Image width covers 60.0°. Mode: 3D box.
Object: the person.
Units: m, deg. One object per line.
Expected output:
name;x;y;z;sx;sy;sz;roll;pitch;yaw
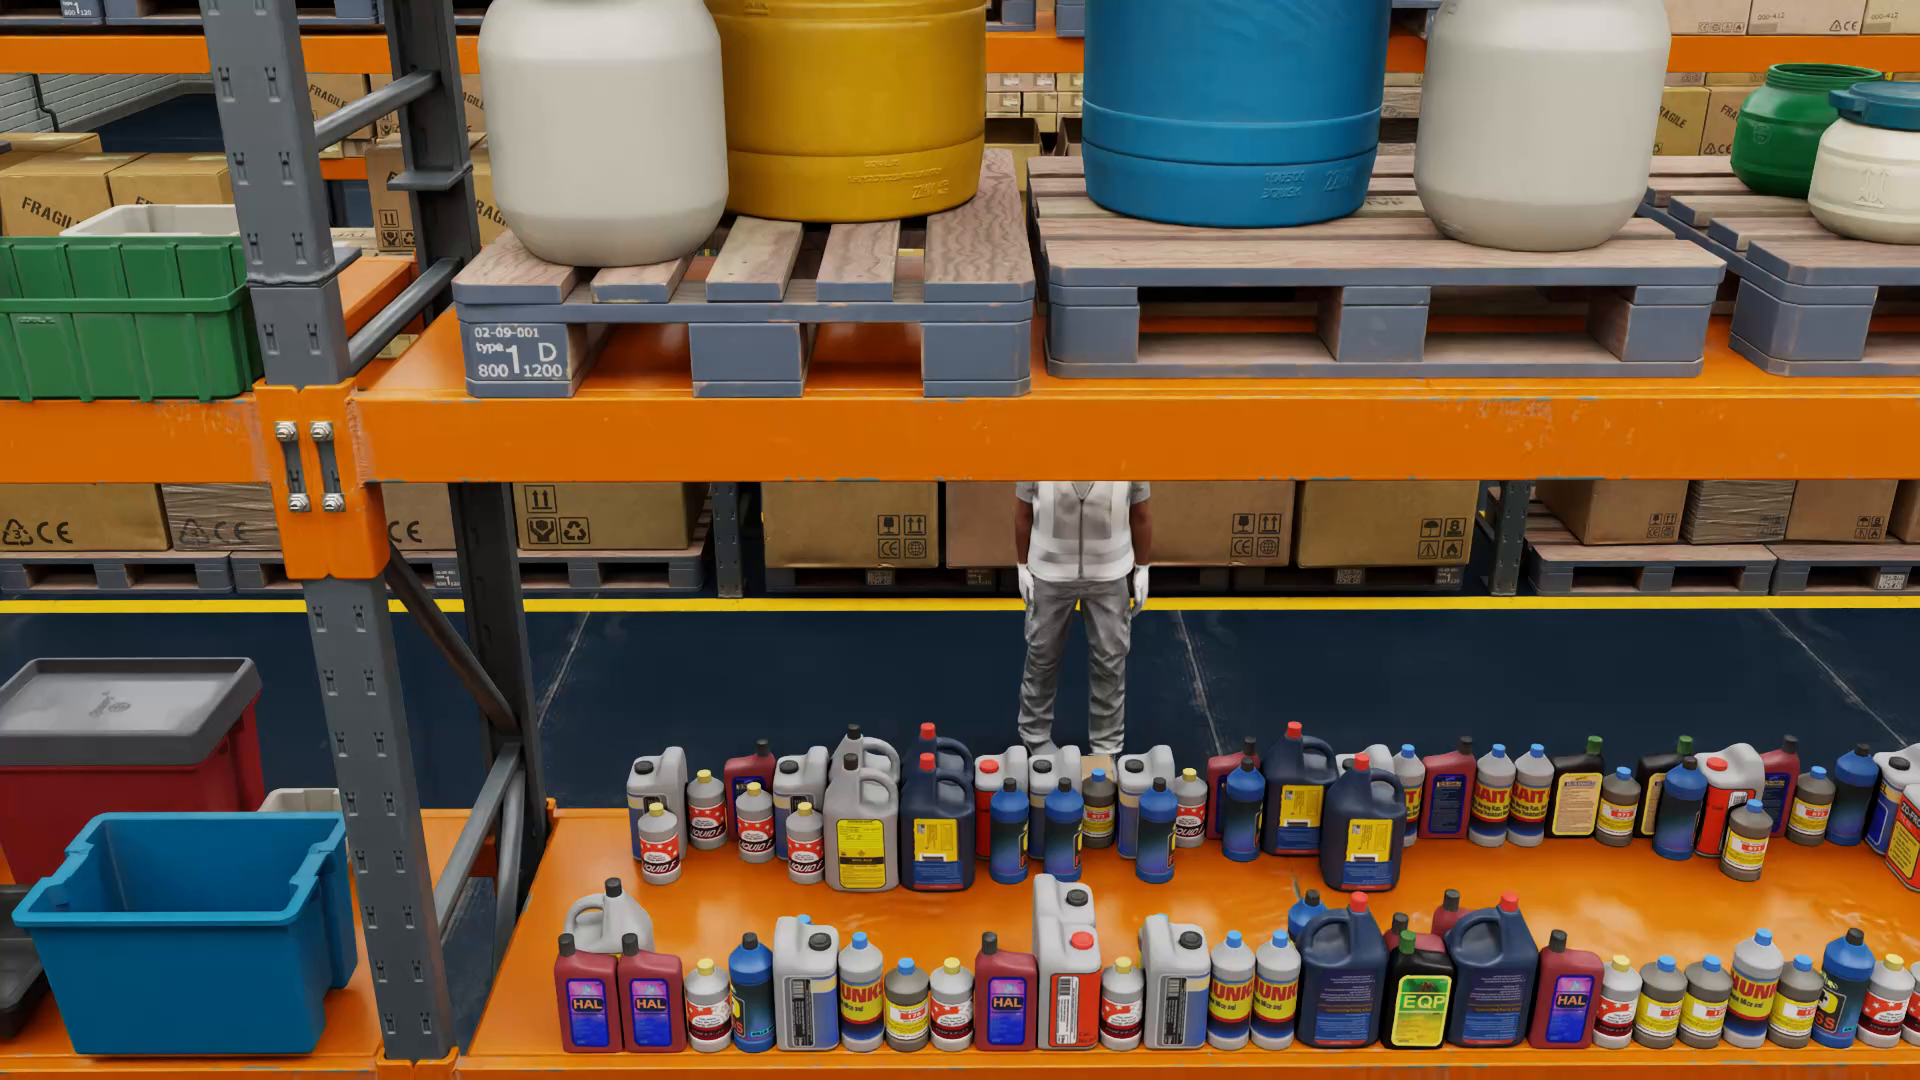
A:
person;0.496;0.155;6.746;0.553;1.801;0.424;1;24;1
